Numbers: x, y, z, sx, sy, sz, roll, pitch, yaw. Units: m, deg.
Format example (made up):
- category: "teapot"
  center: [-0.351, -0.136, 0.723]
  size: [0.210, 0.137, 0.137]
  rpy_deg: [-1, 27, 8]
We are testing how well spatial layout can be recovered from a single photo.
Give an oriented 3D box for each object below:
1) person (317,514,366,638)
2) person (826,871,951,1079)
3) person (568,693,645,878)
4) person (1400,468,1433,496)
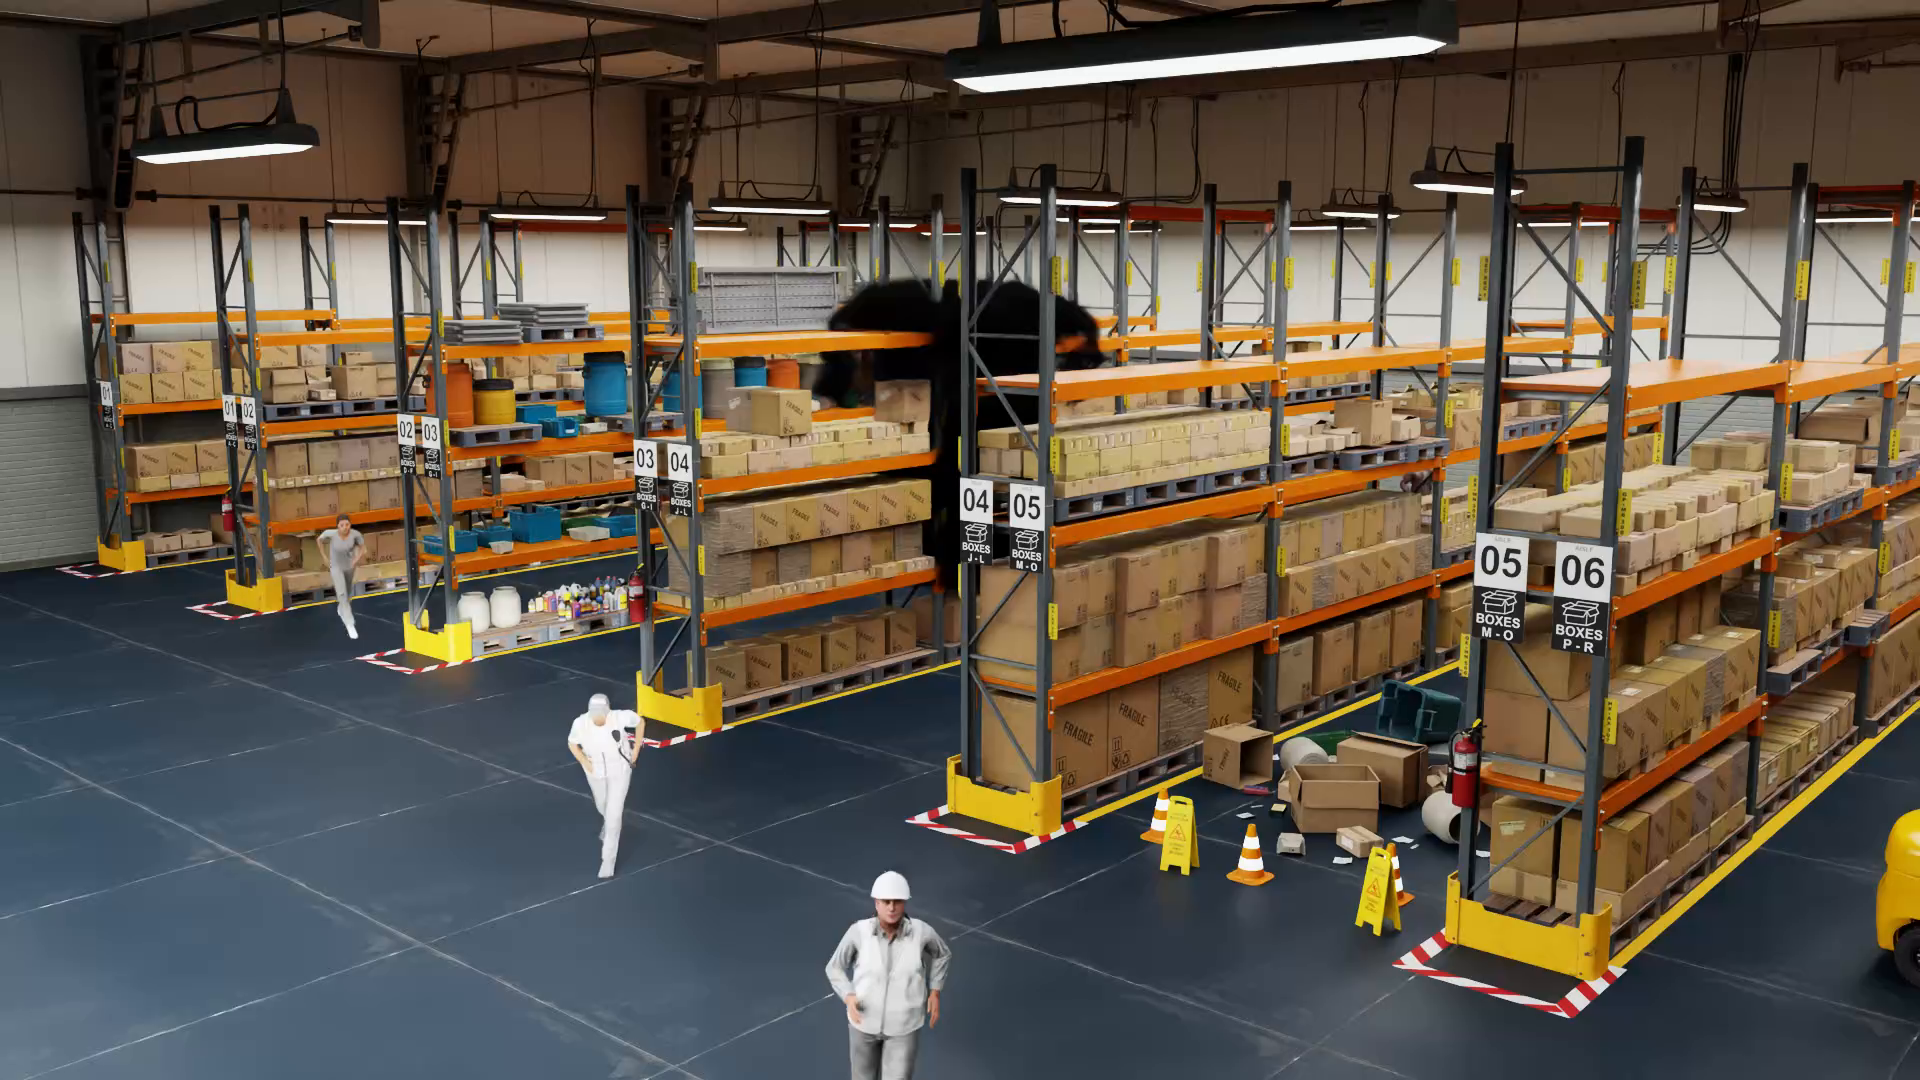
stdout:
- category: "person"
  center: [-8.281, 0.427, 22.301]
  size: [0.602, 1.652, 0.937]
  rpy_deg: [-4, 10, -25]
- category: "person"
  center: [-0.413, 2.744, 9.437]
  size: [0.698, 1.773, 0.976]
  rpy_deg: [1, 9, 3]
- category: "person"
  center: [-3.050, 2.038, 14.447]
  size: [0.646, 1.627, 1.034]
  rpy_deg: [-1, 10, -6]
- category: "person"
  center: [8.486, -0.719, 30.463]
  size: [0.774, 1.715, 0.556]
  rpy_deg: [-4, 10, -24]
